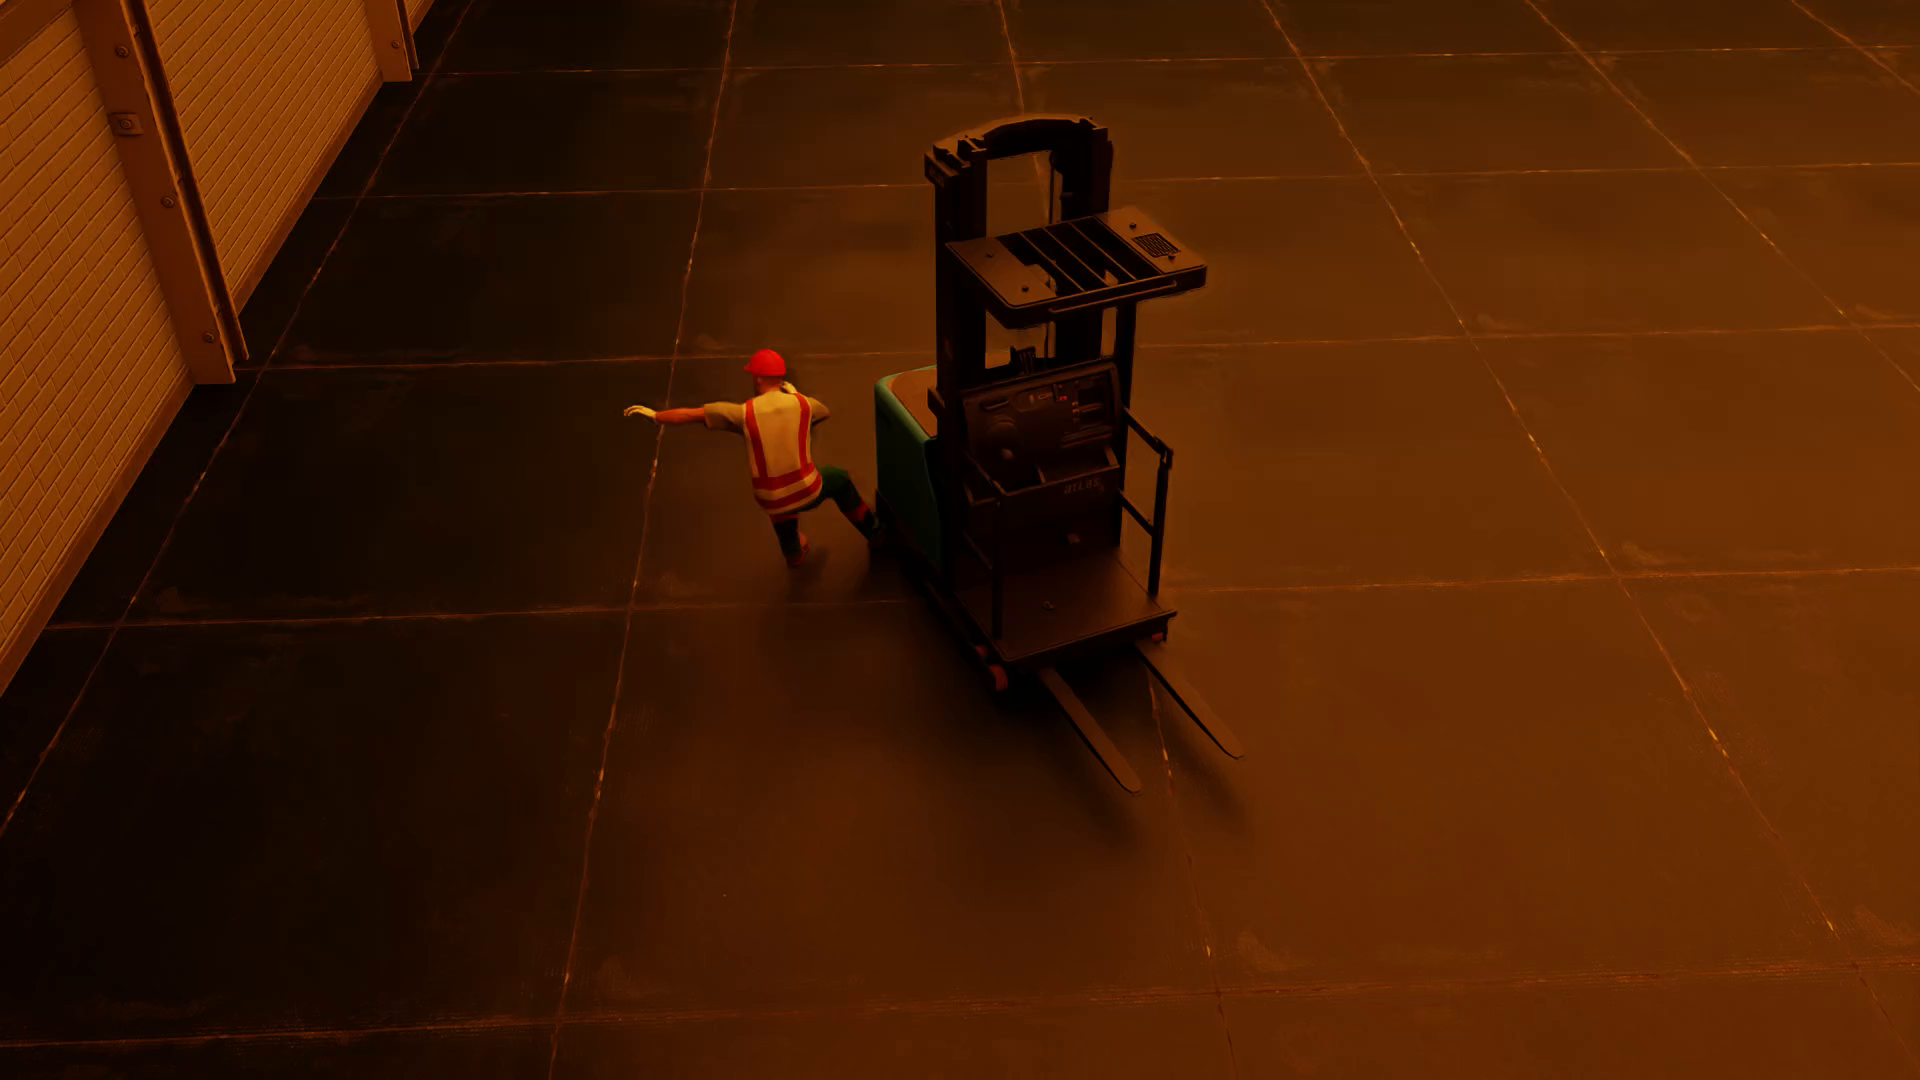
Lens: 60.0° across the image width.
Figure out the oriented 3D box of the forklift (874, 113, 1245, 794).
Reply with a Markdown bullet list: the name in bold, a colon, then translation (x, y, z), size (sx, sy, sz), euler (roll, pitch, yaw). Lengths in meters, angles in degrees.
- **forklift**: translation (0.540, -0.622, 8.864), size (1.130, 2.935, 3.031), euler (-15, 39, -20)

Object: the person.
- **person**: translation (-1.120, -0.461, 9.873), size (1.613, 1.472, 0.810), euler (-11, 38, -15)
